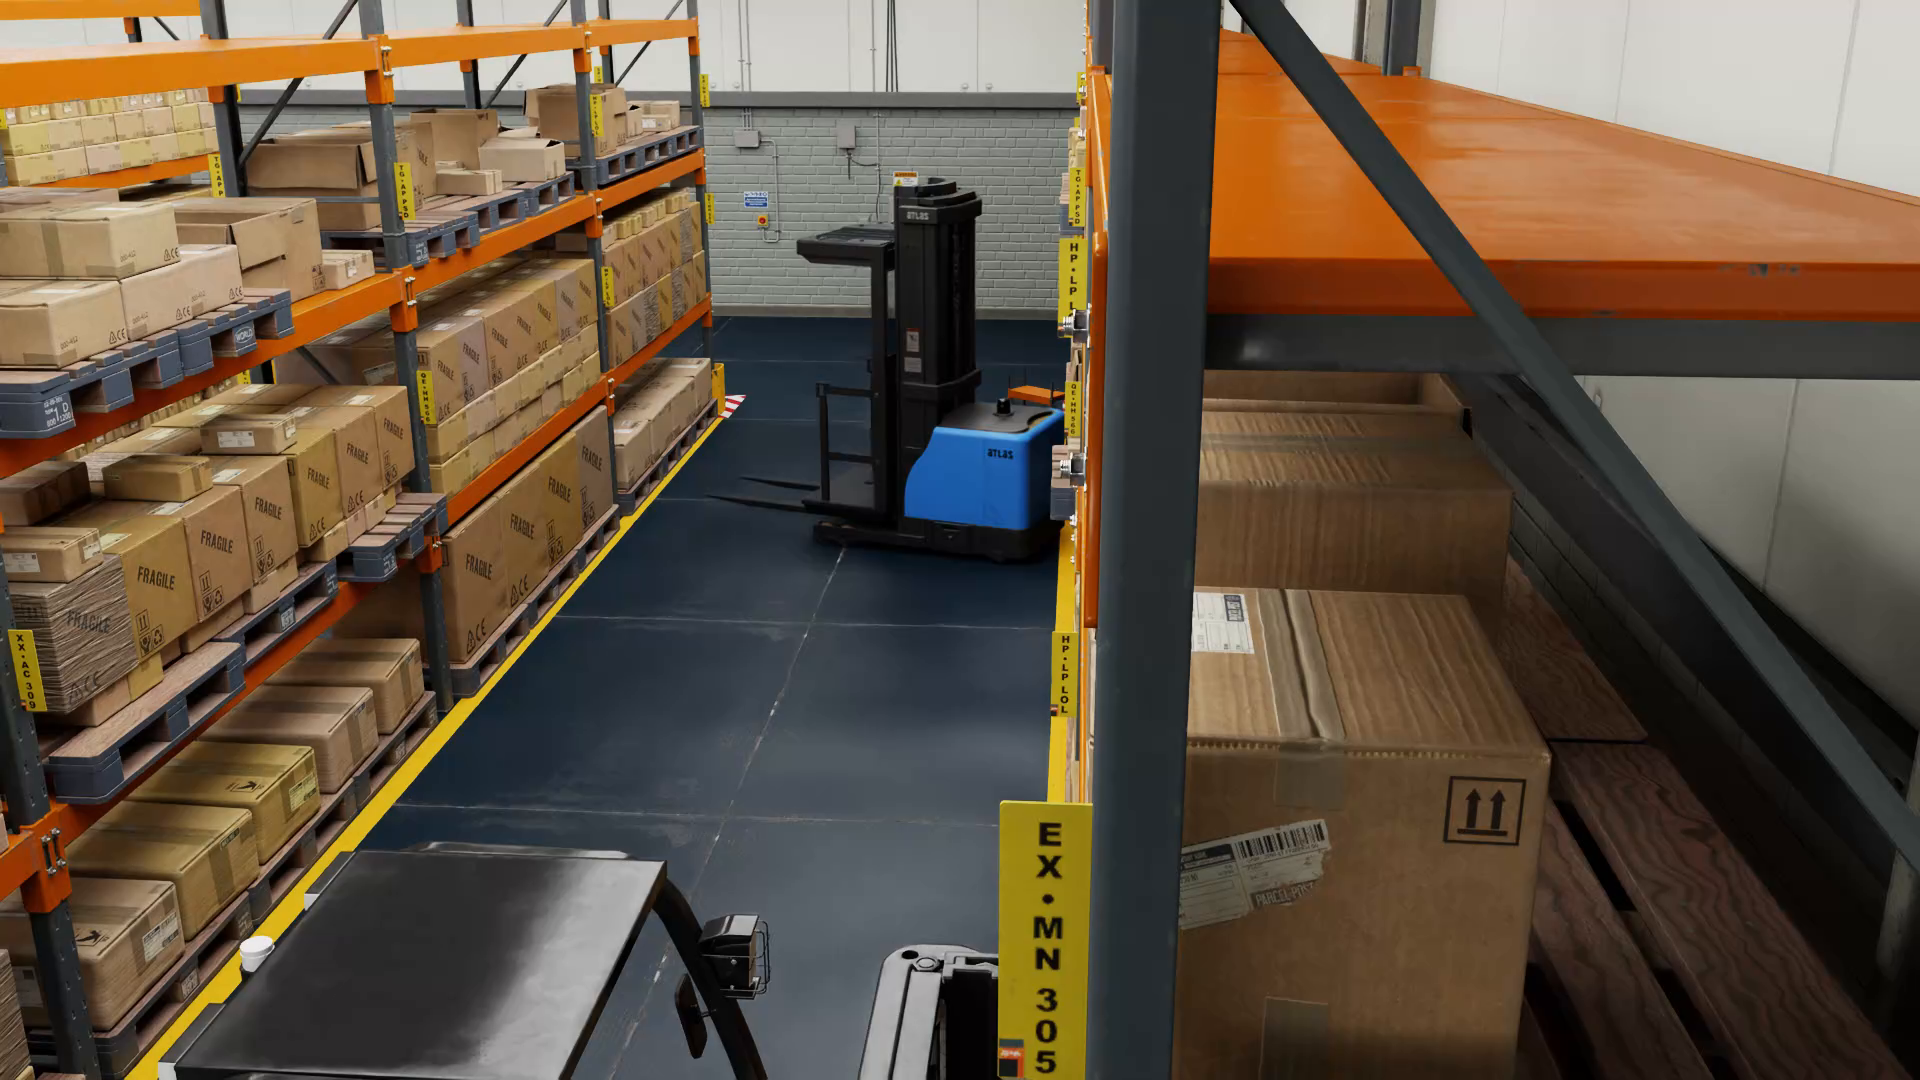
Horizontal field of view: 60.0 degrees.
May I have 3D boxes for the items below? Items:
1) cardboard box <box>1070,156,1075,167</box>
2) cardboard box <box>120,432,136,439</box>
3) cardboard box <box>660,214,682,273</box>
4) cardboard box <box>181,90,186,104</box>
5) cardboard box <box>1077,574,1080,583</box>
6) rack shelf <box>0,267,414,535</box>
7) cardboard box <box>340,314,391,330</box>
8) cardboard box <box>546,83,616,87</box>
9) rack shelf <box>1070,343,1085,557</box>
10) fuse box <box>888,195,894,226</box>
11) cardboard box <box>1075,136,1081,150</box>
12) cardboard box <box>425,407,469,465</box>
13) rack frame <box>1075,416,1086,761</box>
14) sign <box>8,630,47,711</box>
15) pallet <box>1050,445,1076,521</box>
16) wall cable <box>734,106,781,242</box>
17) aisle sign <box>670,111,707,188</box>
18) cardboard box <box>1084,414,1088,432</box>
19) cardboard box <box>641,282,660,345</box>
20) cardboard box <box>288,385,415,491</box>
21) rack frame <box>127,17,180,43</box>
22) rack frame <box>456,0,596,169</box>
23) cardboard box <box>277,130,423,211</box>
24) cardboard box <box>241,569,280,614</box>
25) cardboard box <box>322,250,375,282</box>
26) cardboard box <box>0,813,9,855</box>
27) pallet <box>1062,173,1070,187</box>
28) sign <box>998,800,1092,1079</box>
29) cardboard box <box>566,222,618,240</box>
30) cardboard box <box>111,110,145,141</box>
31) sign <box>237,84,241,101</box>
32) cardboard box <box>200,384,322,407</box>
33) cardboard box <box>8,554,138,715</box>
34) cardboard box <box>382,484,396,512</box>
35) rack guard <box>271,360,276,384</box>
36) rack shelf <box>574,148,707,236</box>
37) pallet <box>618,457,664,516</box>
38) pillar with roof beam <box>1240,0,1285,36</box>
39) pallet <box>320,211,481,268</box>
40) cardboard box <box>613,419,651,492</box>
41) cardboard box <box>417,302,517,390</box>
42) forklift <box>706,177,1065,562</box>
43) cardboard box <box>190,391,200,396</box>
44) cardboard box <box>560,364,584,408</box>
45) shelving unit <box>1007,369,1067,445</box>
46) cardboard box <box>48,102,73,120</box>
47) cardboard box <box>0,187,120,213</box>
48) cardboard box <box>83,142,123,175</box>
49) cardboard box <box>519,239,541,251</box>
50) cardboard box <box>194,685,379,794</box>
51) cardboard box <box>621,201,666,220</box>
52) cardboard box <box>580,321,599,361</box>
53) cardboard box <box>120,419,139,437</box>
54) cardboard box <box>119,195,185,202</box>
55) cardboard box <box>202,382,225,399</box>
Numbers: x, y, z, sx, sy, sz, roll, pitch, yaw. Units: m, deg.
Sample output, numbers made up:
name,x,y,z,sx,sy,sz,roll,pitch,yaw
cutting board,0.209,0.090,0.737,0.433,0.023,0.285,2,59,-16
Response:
name,x,y,z,sx,sy,sz,roll,pitch,yaw
cardboard box,0.995,-2.716,12.145,0.380,0.149,0.250,2,18,5
cardboard box,-8.121,-0.948,15.904,0.380,0.149,0.250,1,18,2
cardboard box,-3.018,-2.887,16.149,0.500,0.500,0.500,1,18,4
cardboard box,-7.982,-4.432,16.612,0.380,0.149,0.250,1,18,2
cardboard box,0.769,0.358,7.452,0.500,0.250,0.500,2,18,5
rack shelf,-3.891,-0.813,7.926,1.077,0.370,4.000,1,18,4
cardboard box,-3.943,-1.200,11.000,0.500,0.500,0.500,2,18,5
cardboard box,-3.468,-3.933,15.296,0.500,0.500,0.500,2,18,5
rack shelf,1.060,-0.704,7.592,1.077,0.370,4.000,1,18,4
fuse box,-0.708,-3.883,23.025,0.539,1.711,0.414,1,18,4
cardboard box,1.031,-2.852,12.084,0.380,0.149,0.250,1,18,3
cardboard box,-3.465,-0.669,10.586,0.500,0.250,0.500,1,18,4
rack frame,0.917,1.001,6.051,1.000,3.000,0.127,1,18,4
sign,-3.492,0.490,6.221,0.100,0.325,0.005,1,18,4
pallet,1.182,-0.362,10.520,1.213,0.211,1.003,1,18,4
wall cable,-2.793,-5.085,22.943,0.585,1.953,0.123,1,18,4
aisle sign,-2.860,-4.086,17.402,0.394,0.787,0.004,1,18,4
cardboard box,0.508,-0.154,4.138,0.396,0.266,0.258,1,18,3
cardboard box,-3.084,-2.091,15.327,0.500,0.500,0.500,1,18,4
cardboard box,-3.503,-0.592,9.600,0.500,0.500,0.500,1,18,2
rack frame,-8.119,-5.766,17.067,1.000,3.000,0.127,1,18,4
rack frame,-3.461,-4.444,13.034,1.000,3.000,0.127,1,18,4
cardboard box,-3.866,-2.335,10.580,0.700,0.500,0.500,0,18,1
cardboard box,-3.558,0.242,8.095,0.380,0.149,0.250,2,18,6
cardboard box,-3.561,-1.555,9.436,0.380,0.149,0.250,1,18,4
cardboard box,-3.753,1.117,6.099,0.380,0.149,0.250,1,18,3
pallet,1.374,-2.619,12.583,1.213,0.211,1.003,1,18,4
sign,0.090,0.418,1.717,0.100,0.325,0.005,1,18,4
cardboard box,-3.201,-2.677,14.467,0.380,0.149,0.250,1,18,3
cardboard box,-8.020,-3.883,15.578,0.500,0.250,0.500,0,18,2
sign,-7.566,-4.742,17.339,0.100,0.325,0.005,1,18,4
cardboard box,-4.011,-0.605,9.639,0.500,0.500,0.500,1,18,2
cardboard box,-3.715,0.364,6.683,0.500,0.500,0.500,2,18,5
cardboard box,-3.483,-0.239,9.565,0.380,0.149,0.250,2,18,5
rack guard,-8.124,-1.703,18.318,1.175,0.500,0.348,1,18,4
rack shelf,-3.317,-3.298,15.509,1.077,0.370,4.000,1,18,4
pallet,-3.328,-0.503,15.118,1.003,0.211,1.213,1,18,4
pillar with roof beam,-1.855,-4.627,13.591,9.100,9.000,0.400,1,18,4
pallet,-3.754,-1.888,10.353,1.213,0.211,1.003,2,18,6
cardboard box,-3.309,-0.768,14.890,0.875,0.438,0.875,1,18,3
cardboard box,-3.390,-1.336,11.417,0.500,0.500,0.500,2,18,5
forklift,-0.679,-1.491,13.768,3.031,2.935,1.130,7,19,21
cardboard box,-7.916,-1.548,16.780,0.380,0.149,0.250,2,18,6
cardboard box,-3.279,-1.219,13.067,0.500,0.250,0.500,1,18,3
shelving unit,0.679,-0.858,14.615,0.503,1.200,0.258,16,24,40
cardboard box,-8.065,-3.781,14.626,0.380,0.149,0.250,1,18,2
cardboard box,-4.069,-1.400,7.325,0.500,0.250,0.500,2,18,5
cardboard box,-8.025,-3.482,15.155,0.500,0.250,0.500,2,18,6
cardboard box,-3.756,-2.527,14.010,0.380,0.149,0.250,1,18,3
cardboard box,-3.843,1.103,9.286,0.950,0.372,0.625,1,18,3
cardboard box,-3.037,-3.153,15.920,0.380,0.149,0.250,2,18,5
cardboard box,-3.250,-1.617,13.479,0.500,0.250,0.500,1,18,4
cardboard box,-8.085,-1.090,15.858,0.380,0.149,0.250,2,18,6
cardboard box,-7.968,-3.112,16.359,0.500,0.500,0.500,2,18,7
cardboard box,-7.907,-1.569,17.321,0.380,0.149,0.250,1,18,2
